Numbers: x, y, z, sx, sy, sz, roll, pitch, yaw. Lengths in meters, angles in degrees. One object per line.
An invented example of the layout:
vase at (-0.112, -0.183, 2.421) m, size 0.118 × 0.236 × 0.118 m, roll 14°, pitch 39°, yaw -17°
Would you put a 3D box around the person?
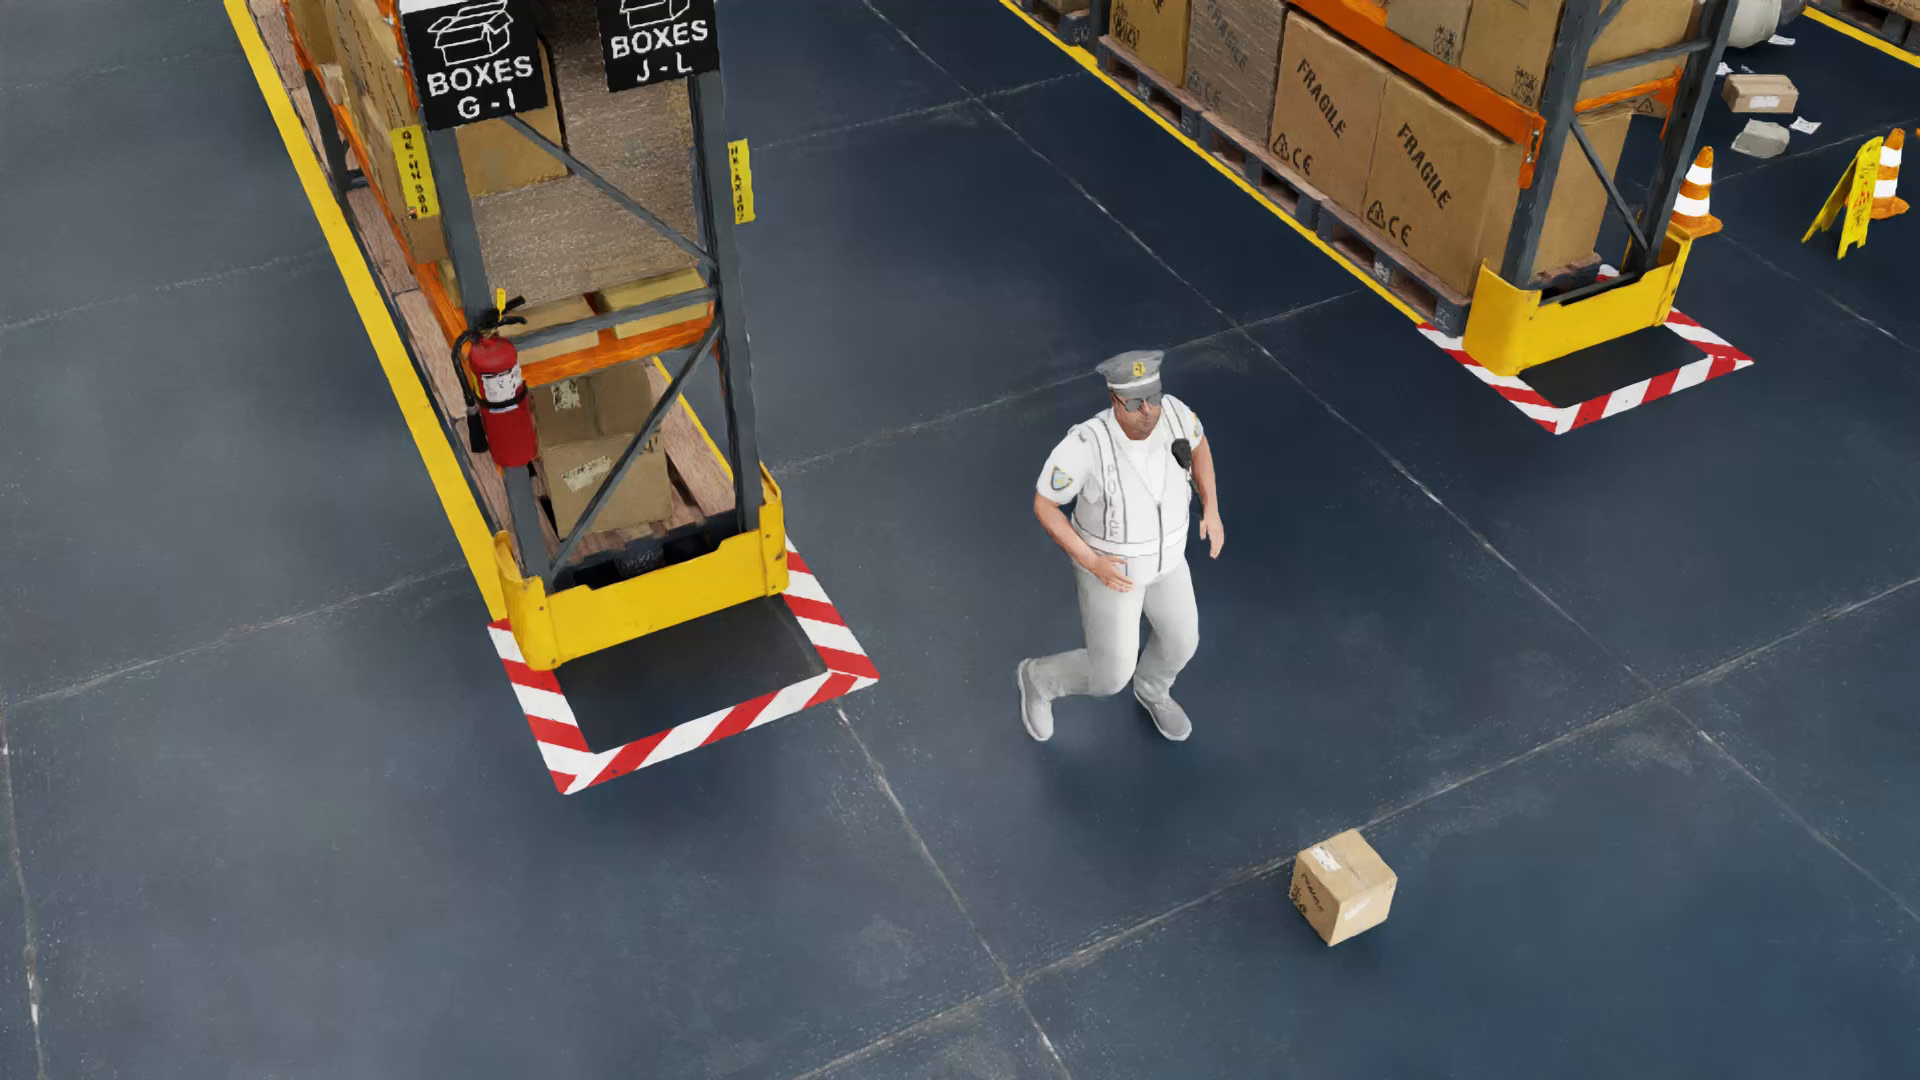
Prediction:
person at (0.631, 0.052, 6.099) m, size 0.783 × 1.756 × 0.510 m, roll -24°, pitch 46°, yaw -25°
